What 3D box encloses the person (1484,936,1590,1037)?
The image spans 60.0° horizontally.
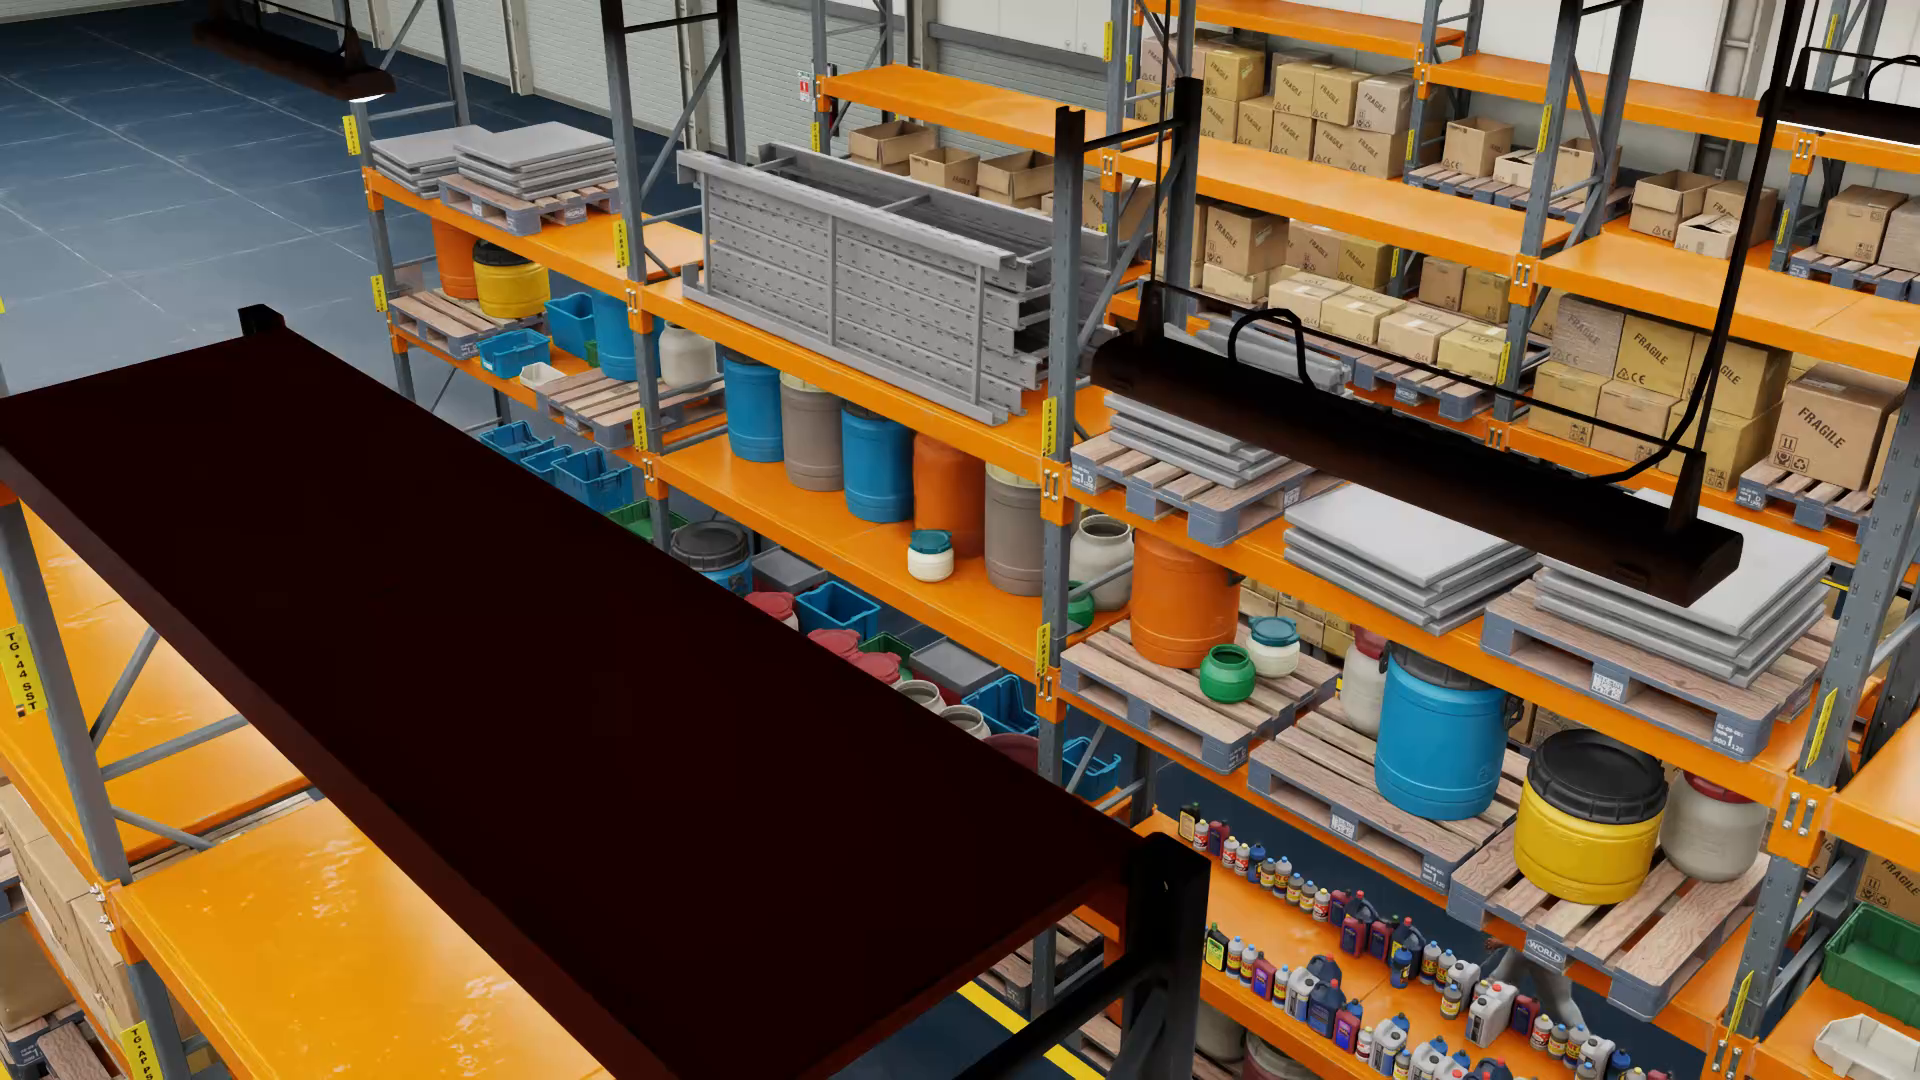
[{"bbox_3d":[3.662,2.445,10.441,1.078,1.711,0.586,24,36,37],"label":"person"}]
